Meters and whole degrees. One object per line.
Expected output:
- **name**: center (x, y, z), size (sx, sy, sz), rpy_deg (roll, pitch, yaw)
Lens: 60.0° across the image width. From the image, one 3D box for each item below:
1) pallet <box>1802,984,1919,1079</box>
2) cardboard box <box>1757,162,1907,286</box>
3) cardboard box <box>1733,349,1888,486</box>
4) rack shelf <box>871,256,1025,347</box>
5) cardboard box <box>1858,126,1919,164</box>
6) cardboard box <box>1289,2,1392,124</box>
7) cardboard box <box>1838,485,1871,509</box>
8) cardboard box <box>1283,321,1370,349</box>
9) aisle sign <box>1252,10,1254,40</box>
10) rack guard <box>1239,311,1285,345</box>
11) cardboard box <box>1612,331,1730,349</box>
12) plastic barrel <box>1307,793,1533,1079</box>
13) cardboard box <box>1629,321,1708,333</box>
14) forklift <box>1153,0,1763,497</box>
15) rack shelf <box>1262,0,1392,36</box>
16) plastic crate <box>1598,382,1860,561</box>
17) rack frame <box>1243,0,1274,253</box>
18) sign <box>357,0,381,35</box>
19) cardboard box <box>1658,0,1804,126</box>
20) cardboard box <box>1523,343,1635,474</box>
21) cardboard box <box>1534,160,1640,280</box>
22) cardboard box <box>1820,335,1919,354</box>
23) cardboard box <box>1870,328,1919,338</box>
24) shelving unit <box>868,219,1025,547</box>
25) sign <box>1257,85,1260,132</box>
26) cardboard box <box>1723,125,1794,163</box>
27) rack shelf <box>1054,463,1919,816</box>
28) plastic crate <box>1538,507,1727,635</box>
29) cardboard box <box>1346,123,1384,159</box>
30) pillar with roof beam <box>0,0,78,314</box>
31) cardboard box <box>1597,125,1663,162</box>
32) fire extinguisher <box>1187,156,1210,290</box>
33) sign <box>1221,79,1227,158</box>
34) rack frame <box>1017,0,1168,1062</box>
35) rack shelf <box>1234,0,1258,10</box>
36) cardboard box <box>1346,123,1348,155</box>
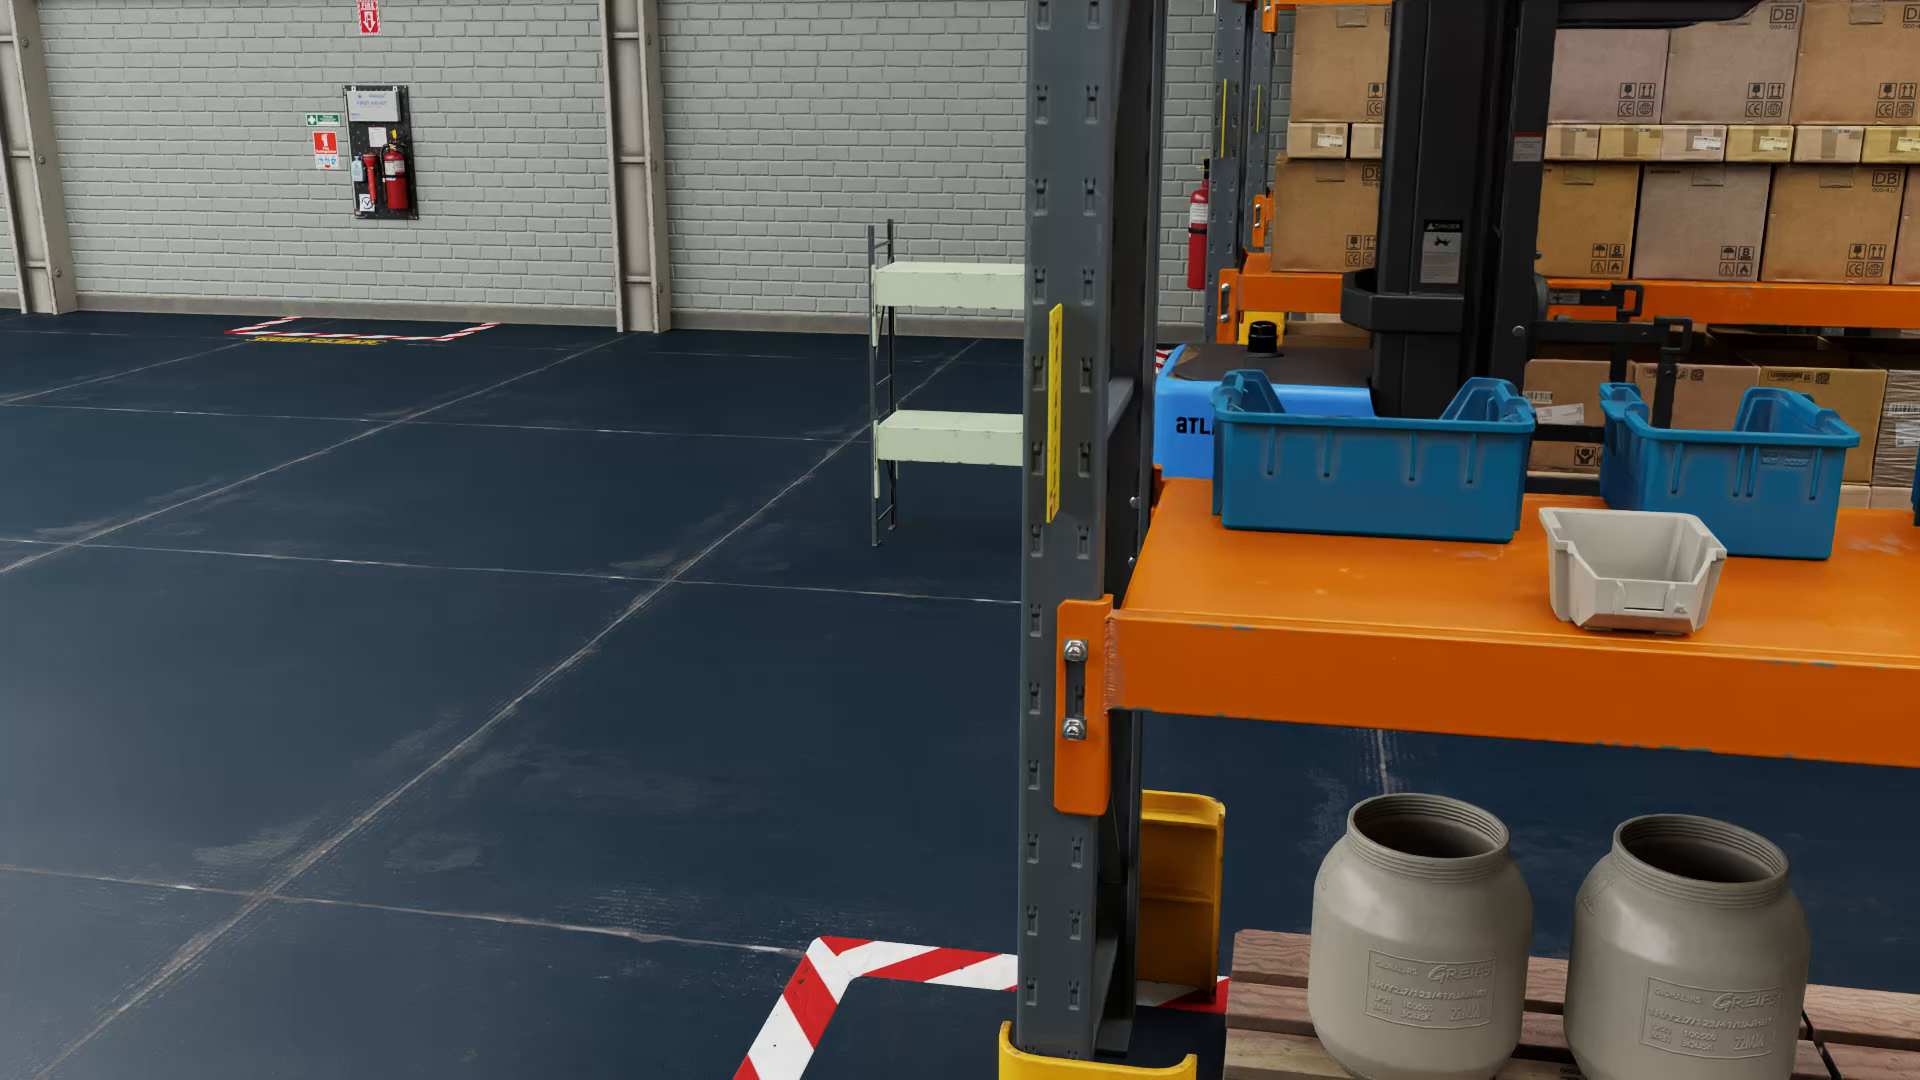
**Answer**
- **pallet**: center (2.330, 1.241, 3.116), size (1.213, 0.211, 1.003), rpy_deg (3, 16, 11)
- **cardboard box**: center (3.724, -1.412, 7.282), size (0.500, 0.500, 0.700), rpy_deg (3, 16, 12)
- **cardboard box**: center (3.693, -0.549, 7.314), size (0.500, 0.500, 0.500), rpy_deg (3, 16, 11)
- **rack shelf**: center (-0.007, -1.099, 7.689), size (0.720, 0.370, 0.431), rpy_deg (3, 16, 11)
- **cardboard box**: center (3.864, -1.661, 6.968), size (0.250, 0.149, 0.380), rpy_deg (3, 16, 11)
- **cardboard box**: center (1.757, -2.143, 7.490), size (0.500, 0.500, 0.700), rpy_deg (3, 16, 11)
- **cardboard box**: center (3.691, -0.184, 7.402), size (0.500, 0.250, 0.500), rpy_deg (3, 16, 11)
- **cardboard box**: center (1.835, -0.788, 8.178), size (0.500, 0.500, 0.500), rpy_deg (3, 16, 11)
- **aisle sign**: center (2.103, -3.974, 11.851), size (0.004, 0.787, 0.394), rpy_deg (3, 16, 11)
- **rack guard**: center (2.308, -1.588, 12.787), size (0.348, 0.500, 1.175), rpy_deg (3, 16, 11)
- **cardboard box**: center (3.307, -0.712, 7.902), size (0.500, 0.500, 0.500), rpy_deg (3, 16, 11)
- **plastic barrel**: center (0.919, 0.807, 3.334), size (0.421, 0.512, 0.421), rpy_deg (0, 15, 0)
- **cardboard box**: center (5.128, -1.636, 12.136), size (0.500, 0.500, 0.500), rpy_deg (2, 16, 7)
- **forklift**: center (2.258, -0.998, 6.104), size (3.031, 2.935, 1.130), rpy_deg (3, 16, 12)
- **rack shelf**: center (4.193, -3.789, 11.779), size (4.000, 0.370, 1.077), rpy_deg (3, 16, 11)
- **plastic crate**: center (1.444, -0.149, 3.188), size (0.408, 0.251, 0.499), rpy_deg (3, 16, 11)
- **rack frame**: center (2.233, -2.796, 12.468), size (0.127, 3.000, 1.000), rpy_deg (3, 16, 11)
- **sign**: center (-5.190, -4.590, 14.599), size (0.199, 0.298, 0.001), rpy_deg (3, 16, 11)
- **cardboard box**: center (3.258, -2.063, 7.202), size (0.500, 0.500, 0.700), rpy_deg (3, 16, 11)
- **cardboard box**: center (2.714, -0.603, 7.509), size (0.500, 0.500, 0.500), rpy_deg (3, 16, 11)
- **cardboard box**: center (2.706, -1.466, 7.477), size (0.500, 0.500, 0.700), rpy_deg (3, 16, 11)
- **cardboard box**: center (4.286, -0.657, 7.705), size (0.500, 0.500, 0.500), rpy_deg (3, 16, 11)
- **cardboard box**: center (6.878, -1.556, 11.849), size (0.500, 0.500, 0.700), rpy_deg (4, 16, 13)
- **shelving unit**: center (-0.007, -0.723, 7.793), size (0.755, 1.500, 0.431), rpy_deg (3, 16, 11)
- **sign**: center (2.125, -3.072, 11.840), size (0.005, 0.325, 0.100), rpy_deg (3, 16, 11)
- **cardboard box**: center (3.356, -1.688, 7.064), size (0.250, 0.149, 0.380), rpy_deg (4, 16, 13)
- **rack shelf**: center (2.219, 0.248, 2.824), size (4.000, 0.370, 1.077), rpy_deg (3, 16, 11)
- **plastic crate**: center (1.072, 0.054, 2.671), size (0.250, 0.136, 0.298), rpy_deg (3, 16, 11)
- **cardboard box**: center (1.851, -1.770, 7.362), size (0.250, 0.149, 0.380), rpy_deg (3, 16, 10)
- **pillar with roof beam**: center (-9.526, -5.389, 10.588), size (0.400, 9.000, 9.100), rpy_deg (3, 16, 11)
- **cardboard box**: center (2.854, -1.716, 7.165), size (0.250, 0.149, 0.380), rpy_deg (3, 16, 10)
- **fire extinguisher**: center (1.226, -1.591, 8.261), size (0.183, 0.674, 0.296), rpy_deg (3, 16, 11)
- **sign**: center (1.133, -1.811, 7.140), size (0.005, 0.325, 0.100), rpy_deg (3, 16, 11)
- **rack frame**: center (0.259, -0.205, 3.112), size (0.127, 3.000, 1.000), rpy_deg (3, 16, 11)
- **rack shelf**: center (3.210, -2.493, 7.100), size (4.000, 0.370, 1.077), rpy_deg (3, 16, 11)
- **cardboard box**: center (1.919, -1.877, 7.746), size (0.250, 0.149, 0.380), rpy_deg (4, 16, 12)
